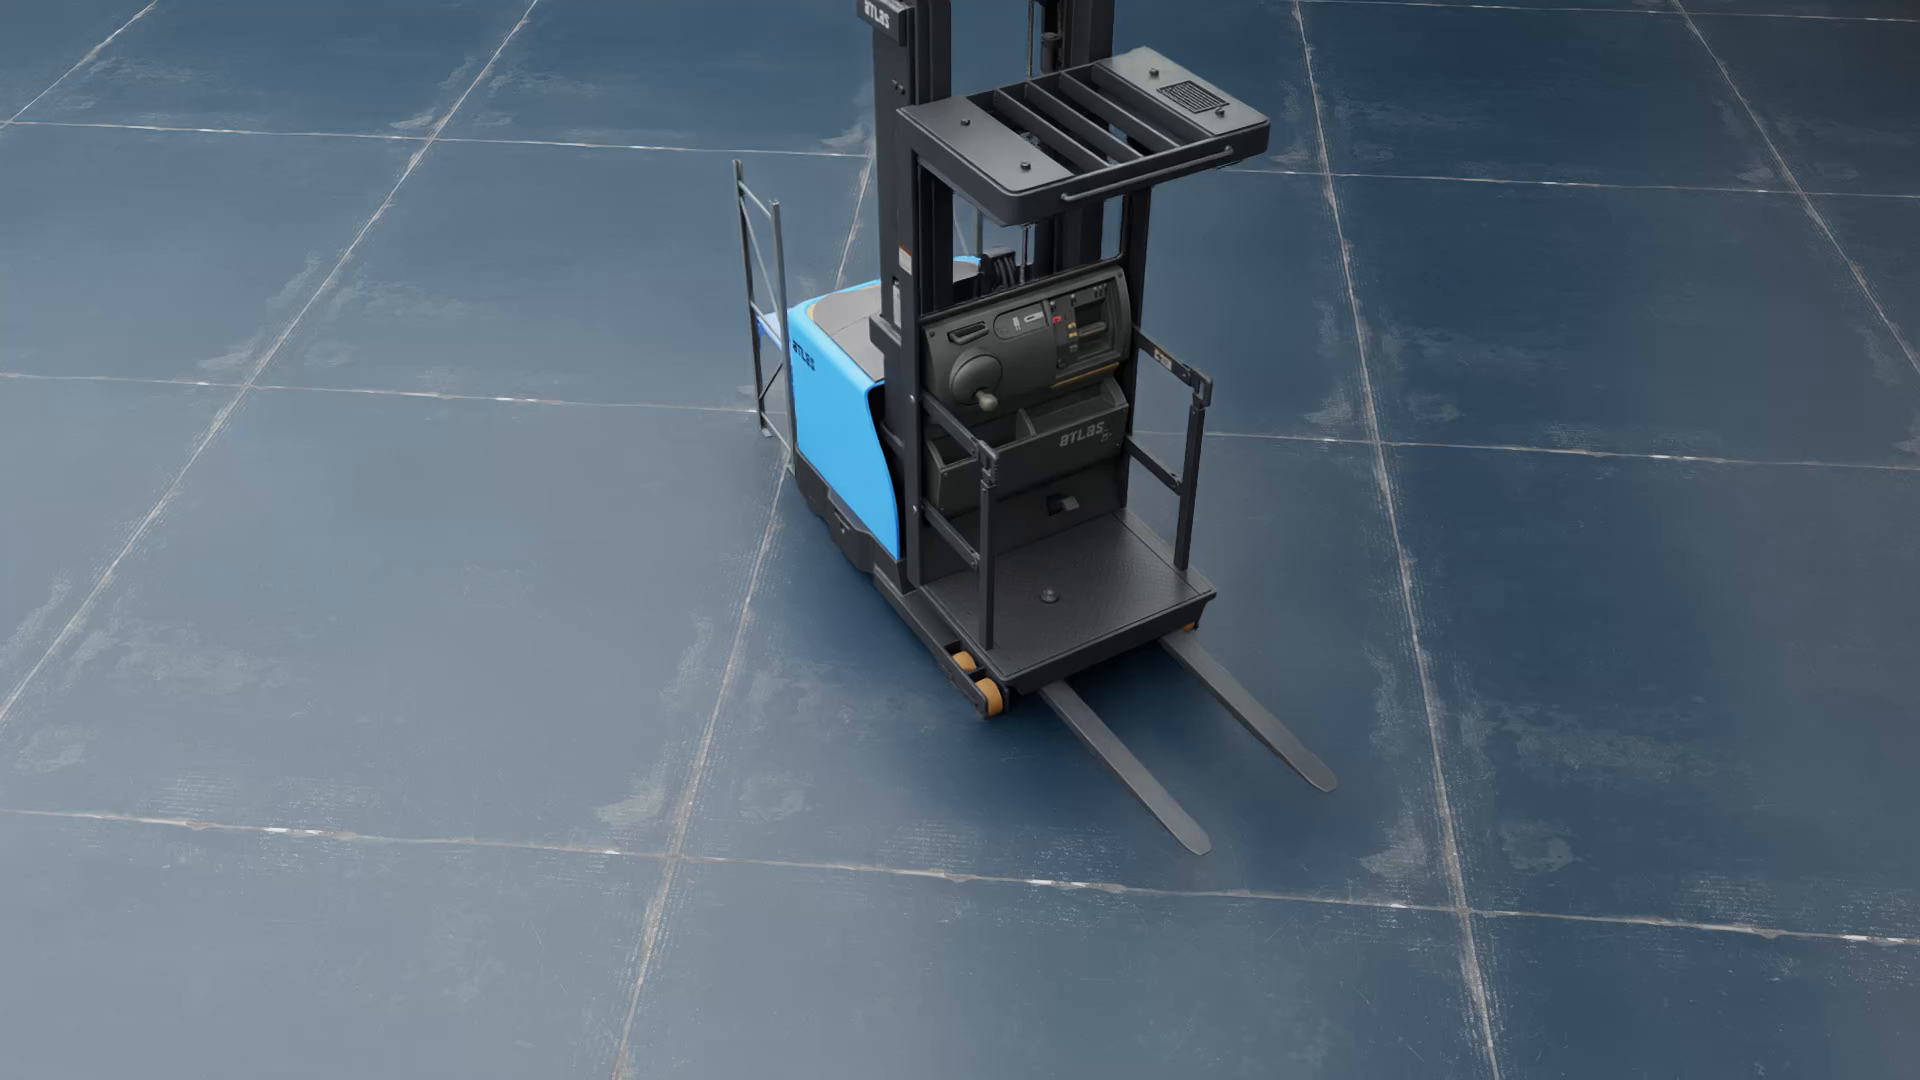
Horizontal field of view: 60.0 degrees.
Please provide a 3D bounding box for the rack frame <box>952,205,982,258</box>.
[{"bbox_3d":[-0.020,-1.332,8.364,0.032,1.500,0.500,-18,42,-21],"label":"rack frame"}]

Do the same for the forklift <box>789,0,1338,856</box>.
[{"bbox_3d":[0.394,-0.726,6.490,1.130,2.935,3.031,-21,43,-23],"label":"forklift"}]

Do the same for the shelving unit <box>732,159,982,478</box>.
[{"bbox_3d":[-0.472,-1.185,8.183,1.048,1.500,0.538,-18,42,-21],"label":"shelving unit"}]

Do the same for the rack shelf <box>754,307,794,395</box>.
[{"bbox_3d":[-0.471,-1.044,8.295,1.000,0.185,0.538,-18,42,-21],"label":"rack shelf"}]

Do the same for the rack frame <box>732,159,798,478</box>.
[{"bbox_3d":[-0.924,-1.038,8.003,0.032,1.500,0.500,-18,42,-21],"label":"rack frame"}]
